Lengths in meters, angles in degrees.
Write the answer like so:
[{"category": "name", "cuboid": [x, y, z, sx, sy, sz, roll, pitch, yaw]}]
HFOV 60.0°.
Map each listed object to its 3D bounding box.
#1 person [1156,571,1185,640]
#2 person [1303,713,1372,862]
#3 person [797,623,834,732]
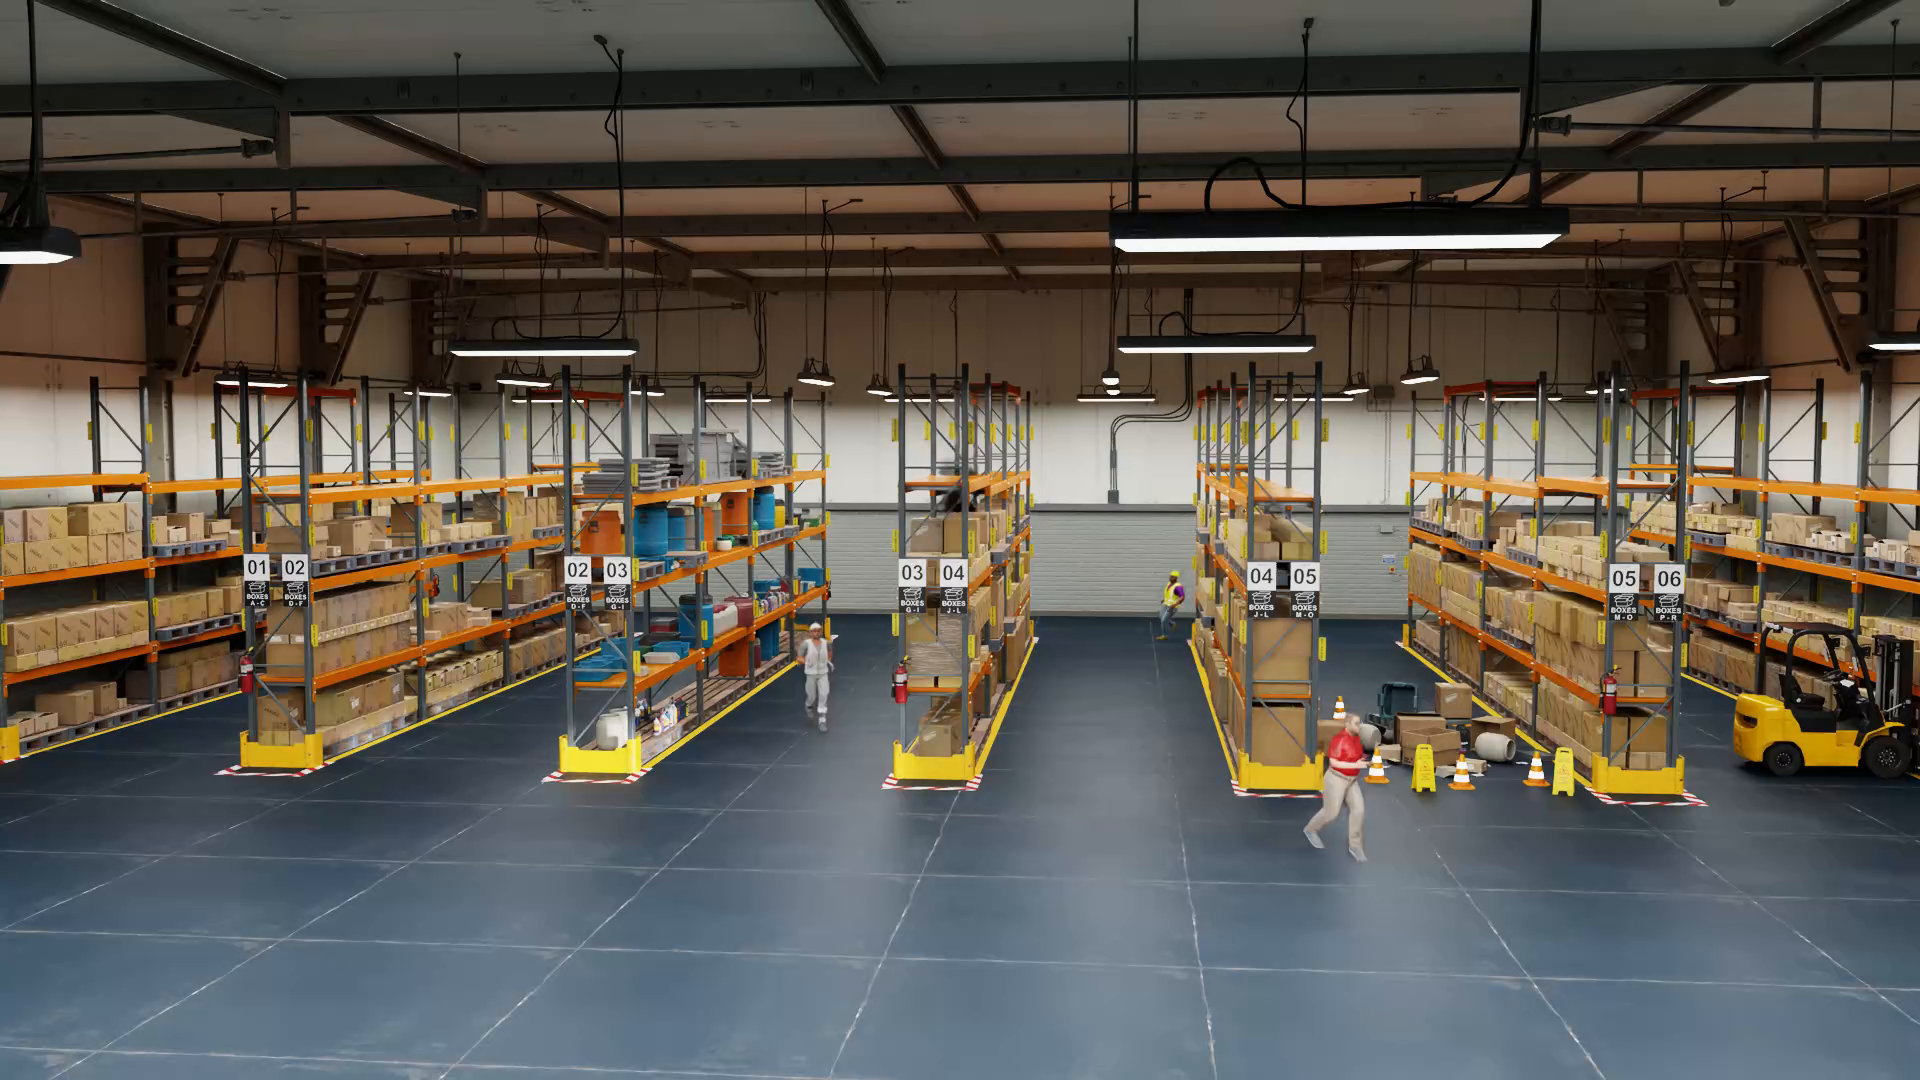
[{"category": "person", "cuboid": [5.122, 1.583, 40.128, 0.571, 1.693, 0.738, -2, 4, -29]}, {"category": "person", "cuboid": [4.482, 2.914, 19.670, 0.677, 1.791, 0.952, -3, 5, -41]}, {"category": "person", "cuboid": [-2.435, 2.294, 28.158, 0.655, 1.793, 0.985, -1, 4, -18]}]
